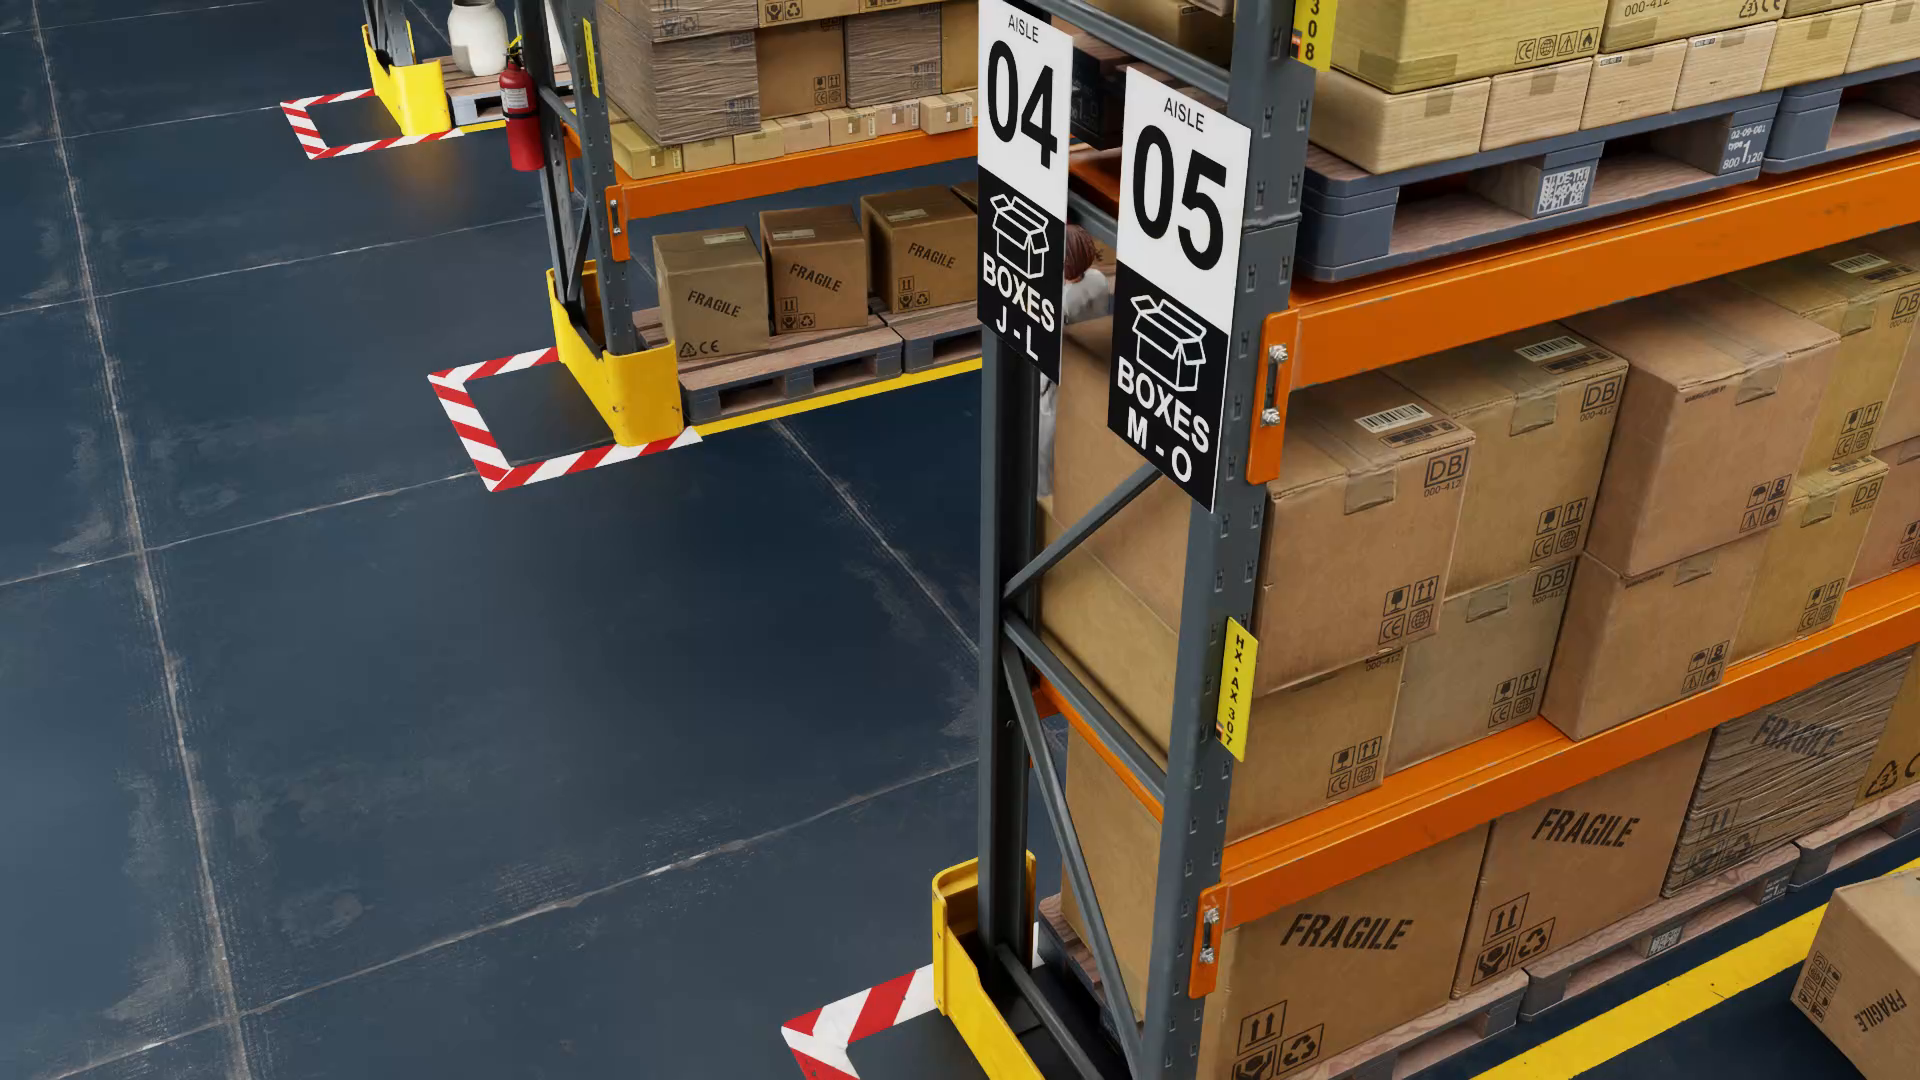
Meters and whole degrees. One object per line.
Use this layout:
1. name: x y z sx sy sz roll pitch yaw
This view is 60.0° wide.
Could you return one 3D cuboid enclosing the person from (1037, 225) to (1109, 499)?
1. person: 0.430 -0.594 7.040 0.449 1.600 0.439 28 42 35
